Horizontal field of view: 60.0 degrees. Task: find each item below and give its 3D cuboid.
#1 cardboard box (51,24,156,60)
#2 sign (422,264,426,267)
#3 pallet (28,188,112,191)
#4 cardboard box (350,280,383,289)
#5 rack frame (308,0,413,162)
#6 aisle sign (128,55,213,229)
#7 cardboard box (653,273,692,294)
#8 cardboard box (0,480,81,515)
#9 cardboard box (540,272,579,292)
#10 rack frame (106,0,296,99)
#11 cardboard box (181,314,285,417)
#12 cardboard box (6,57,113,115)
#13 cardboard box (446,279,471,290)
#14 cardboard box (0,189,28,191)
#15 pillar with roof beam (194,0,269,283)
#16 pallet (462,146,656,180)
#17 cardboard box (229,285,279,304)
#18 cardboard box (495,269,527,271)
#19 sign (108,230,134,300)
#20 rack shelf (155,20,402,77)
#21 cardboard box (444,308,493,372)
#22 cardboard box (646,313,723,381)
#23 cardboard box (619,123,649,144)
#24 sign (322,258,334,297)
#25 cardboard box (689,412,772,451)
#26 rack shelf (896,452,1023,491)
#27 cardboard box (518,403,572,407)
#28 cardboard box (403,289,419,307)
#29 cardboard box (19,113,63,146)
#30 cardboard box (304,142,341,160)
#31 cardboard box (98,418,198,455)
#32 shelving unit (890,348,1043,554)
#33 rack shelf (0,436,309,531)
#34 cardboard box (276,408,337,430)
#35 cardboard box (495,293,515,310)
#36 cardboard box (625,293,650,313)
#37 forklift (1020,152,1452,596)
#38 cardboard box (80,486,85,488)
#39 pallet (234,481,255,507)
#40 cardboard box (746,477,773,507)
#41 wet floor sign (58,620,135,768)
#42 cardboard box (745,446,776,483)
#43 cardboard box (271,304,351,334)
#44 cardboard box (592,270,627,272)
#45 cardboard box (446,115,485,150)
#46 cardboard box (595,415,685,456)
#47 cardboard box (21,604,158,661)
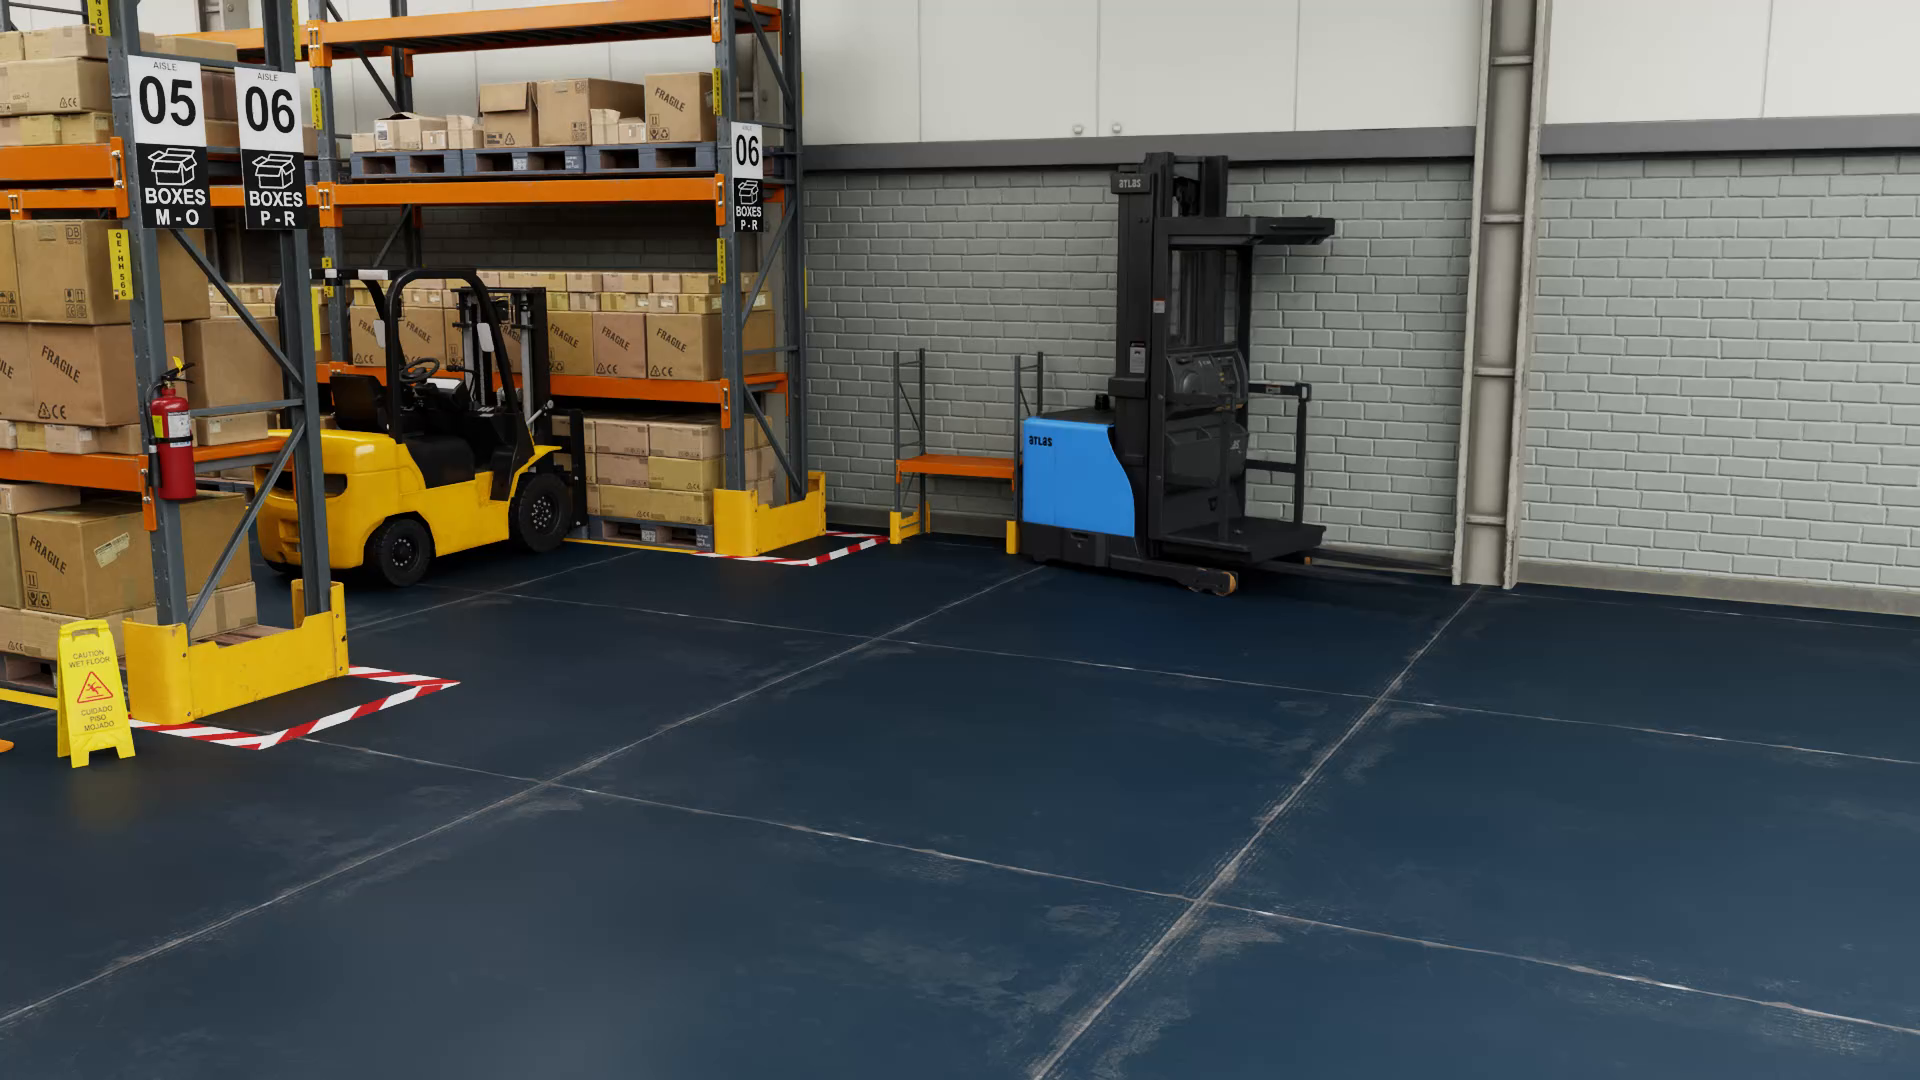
[{"bbox_3d":[-4.127,-2.384,8.024,0.250,0.149,0.380,5,11,26],"label":"cardboard box"},{"bbox_3d":[-4.843,-2.322,14.983,0.005,0.325,0.100,5,11,26],"label":"sign"},{"bbox_3d":[-8.026,-3.427,15.851,1.003,0.211,1.213,6,12,28],"label":"pallet"},{"bbox_3d":[-4.933,-2.210,14.083,0.250,0.149,0.380,5,12,27],"label":"cardboard box"},{"bbox_3d":[-5.087,-4.720,14.042,0.127,3.000,1.000,5,11,26],"label":"rack frame"},{"bbox_3d":[-3.766,-1.888,7.939,0.004,0.787,0.394,5,11,26],"label":"aisle sign"},{"bbox_3d":[-2.150,-1.977,12.792,0.250,0.149,0.380,5,11,26],"label":"cardboard box"},{"bbox_3d":[-4.886,-0.241,8.755,0.250,0.149,0.380,5,12,27],"label":"cardboard box"},{"bbox_3d":[-3.104,-2.047,13.179,0.250,0.149,0.380,5,12,27],"label":"cardboard box"},{"bbox_3d":[-3.693,-3.612,7.919,0.127,3.000,1.000,5,11,26],"label":"rack frame"},{"bbox_3d":[-3.995,-0.937,8.869,0.500,0.500,0.500,5,11,25],"label":"cardboard box"},{"bbox_3d":[-4.271,-2.206,8.158,0.500,0.250,0.500,5,11,25],"label":"cardboard box"},{"bbox_3d":[-3.995,-2.133,13.653,0.250,0.149,0.380,5,11,25],"label":"cardboard box"},{"bbox_3d":[-9.242,-3.487,16.073,0.500,0.250,0.500,5,11,24],"label":"cardboard box"},{"bbox_3d":[-9.011,-4.389,12.213,0.400,9.000,9.100,5,11,26],"label":"pillar with roof beam"},{"bbox_3d":[-3.221,-3.041,13.436,1.213,0.211,1.003,5,11,26],"label":"pallet"},{"bbox_3d":[-6.222,-2.173,14.709,0.250,0.149,0.380,5,11,24],"label":"cardboard box"},{"bbox_3d":[-3.741,-2.227,14.177,0.250,0.149,0.380,5,11,25],"label":"cardboard box"},{"bbox_3d":[-3.957,-1.298,7.841,0.005,0.325,0.100,5,11,26],"label":"sign"},{"bbox_3d":[-6.881,-4.327,15.013,4.000,0.370,1.077,5,11,26],"label":"rack shelf"},{"bbox_3d":[-3.876,-1.662,13.712,0.500,0.500,0.500,5,11,25],"label":"cardboard box"},{"bbox_3d":[-2.058,-1.499,12.808,0.500,0.500,0.500,5,11,25],"label":"cardboard box"},{"bbox_3d":[-2.378,-3.078,12.637,0.250,0.149,0.380,5,11,24],"label":"cardboard box"},{"bbox_3d":[-5.319,-2.211,13.997,0.005,0.325,0.100,5,11,26],"label":"sign"},{"bbox_3d":[-1.847,-0.867,13.330,0.500,0.250,0.500,5,11,25],"label":"cardboard box"},{"bbox_3d":[0.063,-0.541,13.019,1.000,0.185,0.538,5,11,24],"label":"rack shelf"},{"bbox_3d":[-3.652,-1.026,14.212,0.500,0.250,0.500,5,11,26],"label":"cardboard box"},{"bbox_3d":[-4.439,-2.033,13.939,0.250,0.149,0.380,5,11,26],"label":"cardboard box"},{"bbox_3d":[-4.374,-2.010,8.196,0.250,0.149,0.380,5,11,26],"label":"cardboard box"},{"bbox_3d":[-5.762,-3.474,14.828,0.250,0.149,0.380,5,11,26],"label":"cardboard box"},{"bbox_3d":[-4.123,-0.531,8.449,0.250,0.149,0.380,5,12,28],"label":"cardboard box"},{"bbox_3d":[0.055,-0.719,12.991,1.083,1.500,0.587,5,11,24],"label":"shelving unit"},{"bbox_3d":[-5.487,-0.463,9.388,4.000,0.370,1.077,5,11,26],"label":"rack shelf"},{"bbox_3d":[-5.560,-0.845,14.968,0.625,0.625,0.875,6,12,28],"label":"cardboard box"},{"bbox_3d":[-3.540,-1.944,13.448,0.250,0.149,0.380,5,11,25],"label":"cardboard box"},{"bbox_3d":[-2.383,-1.849,12.924,0.250,0.149,0.380,5,12,27],"label":"cardboard box"},{"bbox_3d":[1.885,-1.171,11.472,3.031,2.935,1.130,9,14,41],"label":"forklift"},{"bbox_3d":[-5.233,-0.073,9.648,0.500,0.500,0.500,5,12,27],"label":"cardboard box"},{"bbox_3d":[-5.765,-0.448,15.111,1.213,0.211,1.003,5,11,26],"label":"pallet"},{"bbox_3d":[-1.854,-0.376,13.429,0.500,0.250,0.500,5,11,26],"label":"cardboard box"},{"bbox_3d":[-3.996,0.685,7.636,0.267,0.644,0.232,-10,14,-43],"label":"wet floor sign"},{"bbox_3d":[-1.830,-0.623,13.386,0.500,0.250,0.500,5,12,27],"label":"cardboard box"},{"bbox_3d":[-5.641,-1.938,14.533,0.500,0.250,0.500,5,11,25],"label":"cardboard box"},{"bbox_3d":[-2.824,-2.148,13.737,0.250,0.149,0.380,5,11,24],"label":"cardboard box"},{"bbox_3d":[-3.891,-3.268,13.361,0.258,0.266,0.396,5,11,24],"label":"cardboard box"},{"bbox_3d":[-2.512,-0.824,13.096,0.500,0.250,0.500,5,12,27],"label":"cardboard box"},{"bbox_3d":[-4.559,0.464,8.785,0.500,0.250,0.500,5,11,26],"label":"cardboard box"}]
